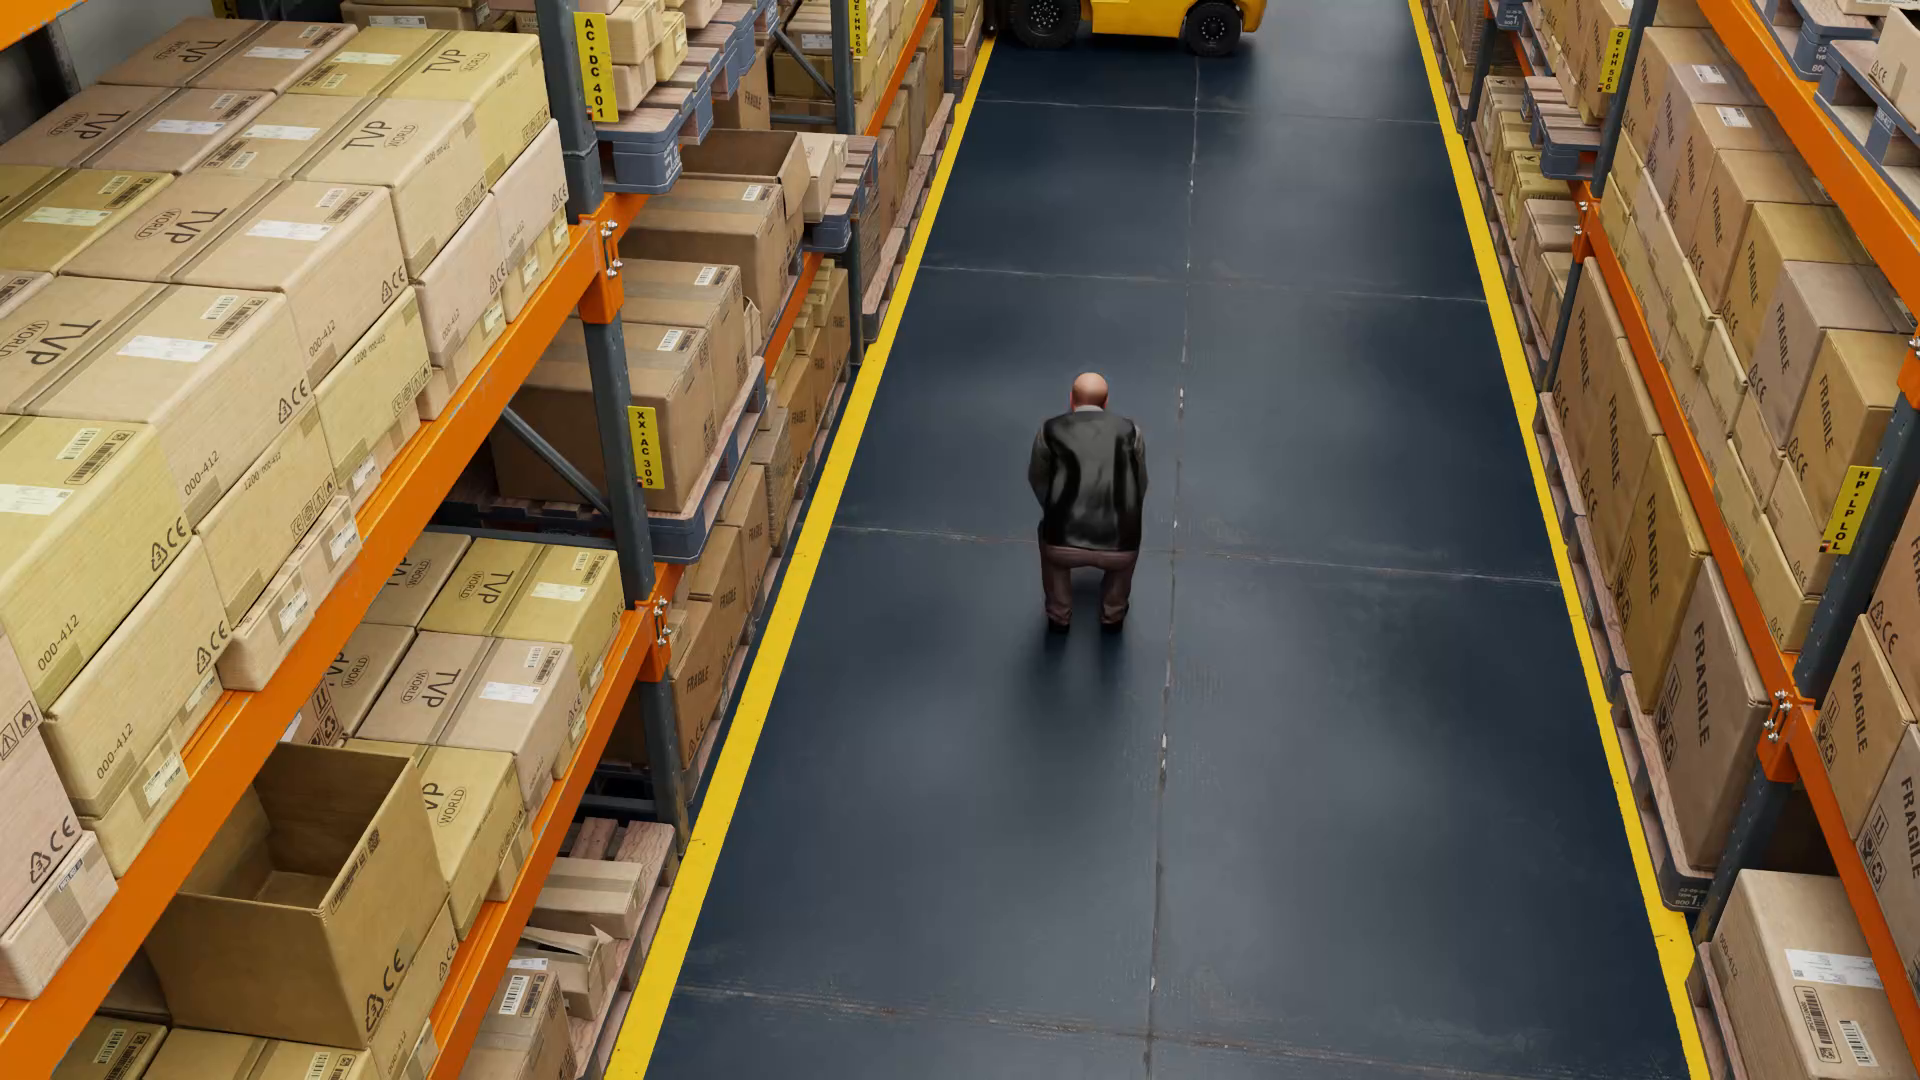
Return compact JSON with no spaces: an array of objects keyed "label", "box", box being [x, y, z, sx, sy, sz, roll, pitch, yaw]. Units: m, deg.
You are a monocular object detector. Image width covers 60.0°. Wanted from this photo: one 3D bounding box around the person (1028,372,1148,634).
[{"label":"person","box":[0.581,-0.124,7.742,0.566,1.128,0.819,4,36,6]}]
